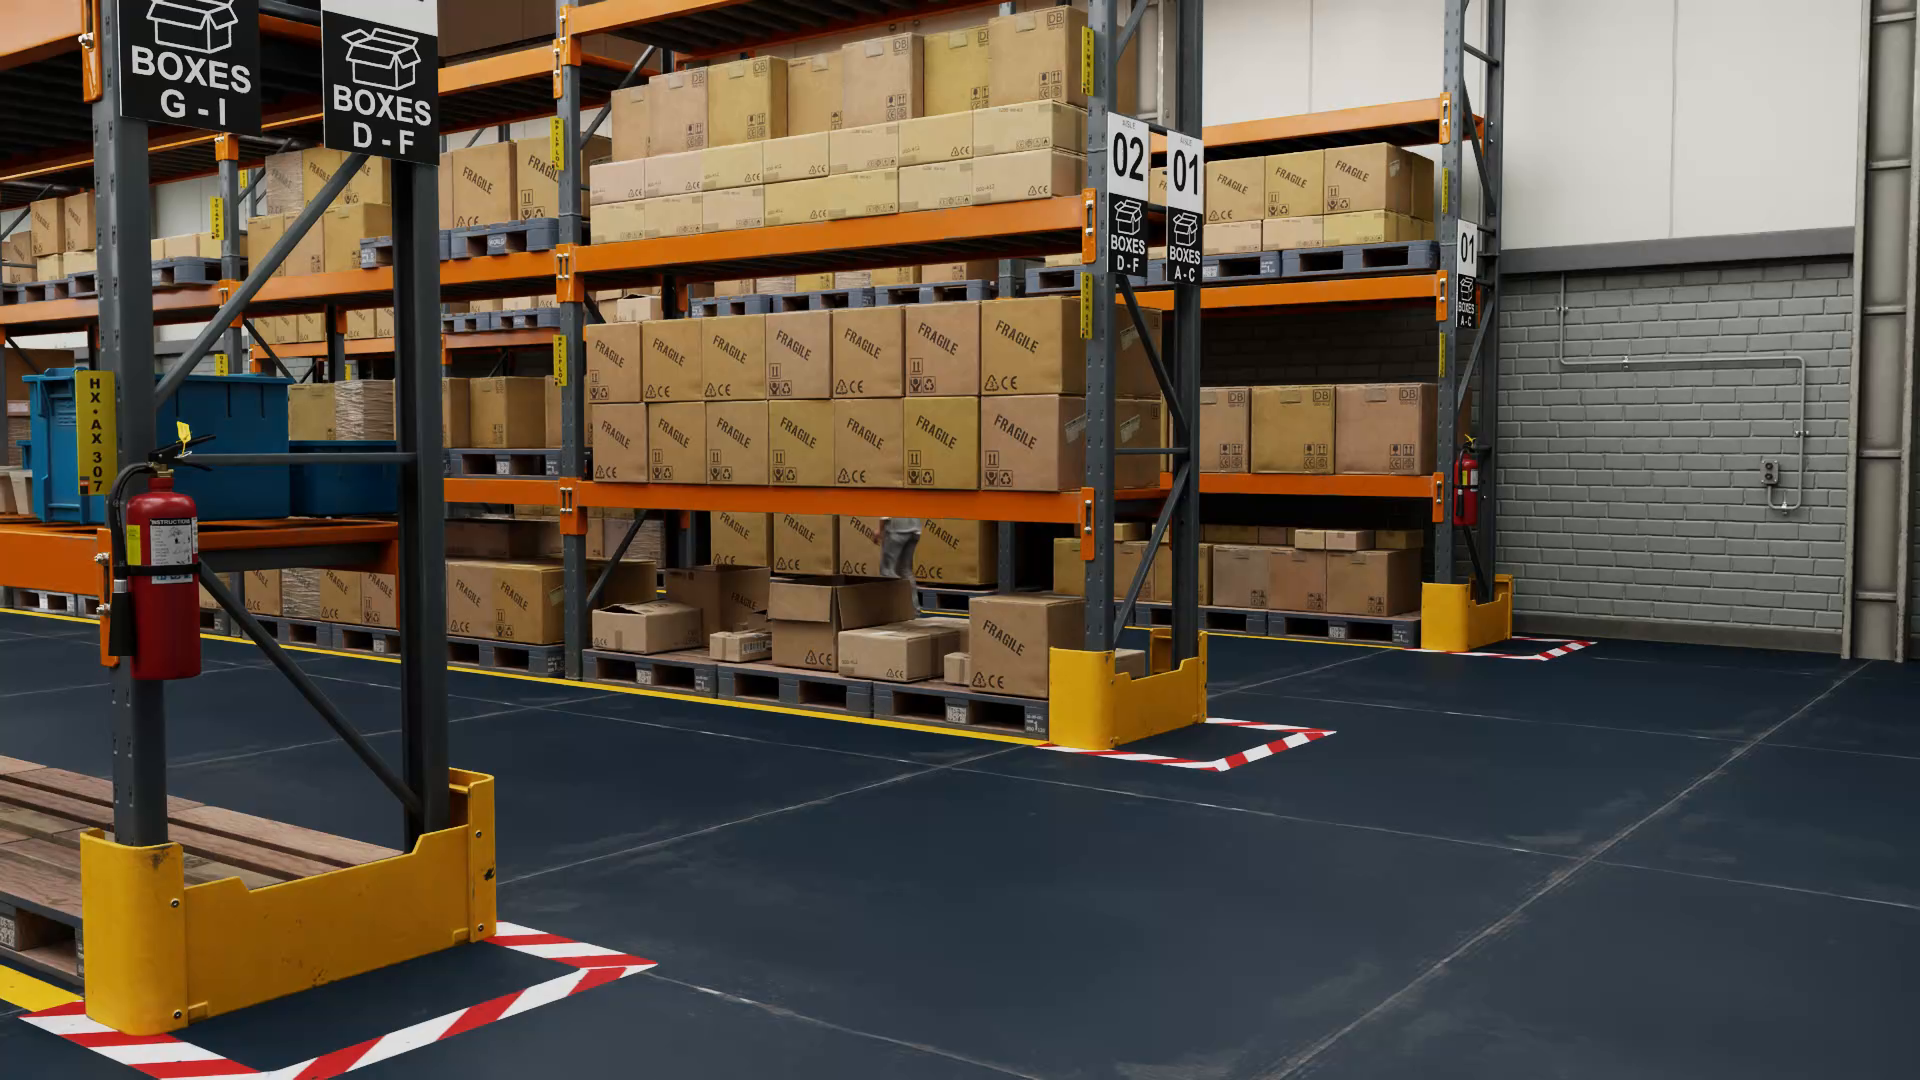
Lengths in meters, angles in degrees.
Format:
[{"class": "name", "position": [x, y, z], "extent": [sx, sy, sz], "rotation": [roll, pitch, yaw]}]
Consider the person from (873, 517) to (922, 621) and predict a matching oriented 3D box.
[{"class": "person", "position": [-0.524, -0.053, 14.197], "extent": [0.353, 1.556, 0.420], "rotation": [3, 4, 38]}]
